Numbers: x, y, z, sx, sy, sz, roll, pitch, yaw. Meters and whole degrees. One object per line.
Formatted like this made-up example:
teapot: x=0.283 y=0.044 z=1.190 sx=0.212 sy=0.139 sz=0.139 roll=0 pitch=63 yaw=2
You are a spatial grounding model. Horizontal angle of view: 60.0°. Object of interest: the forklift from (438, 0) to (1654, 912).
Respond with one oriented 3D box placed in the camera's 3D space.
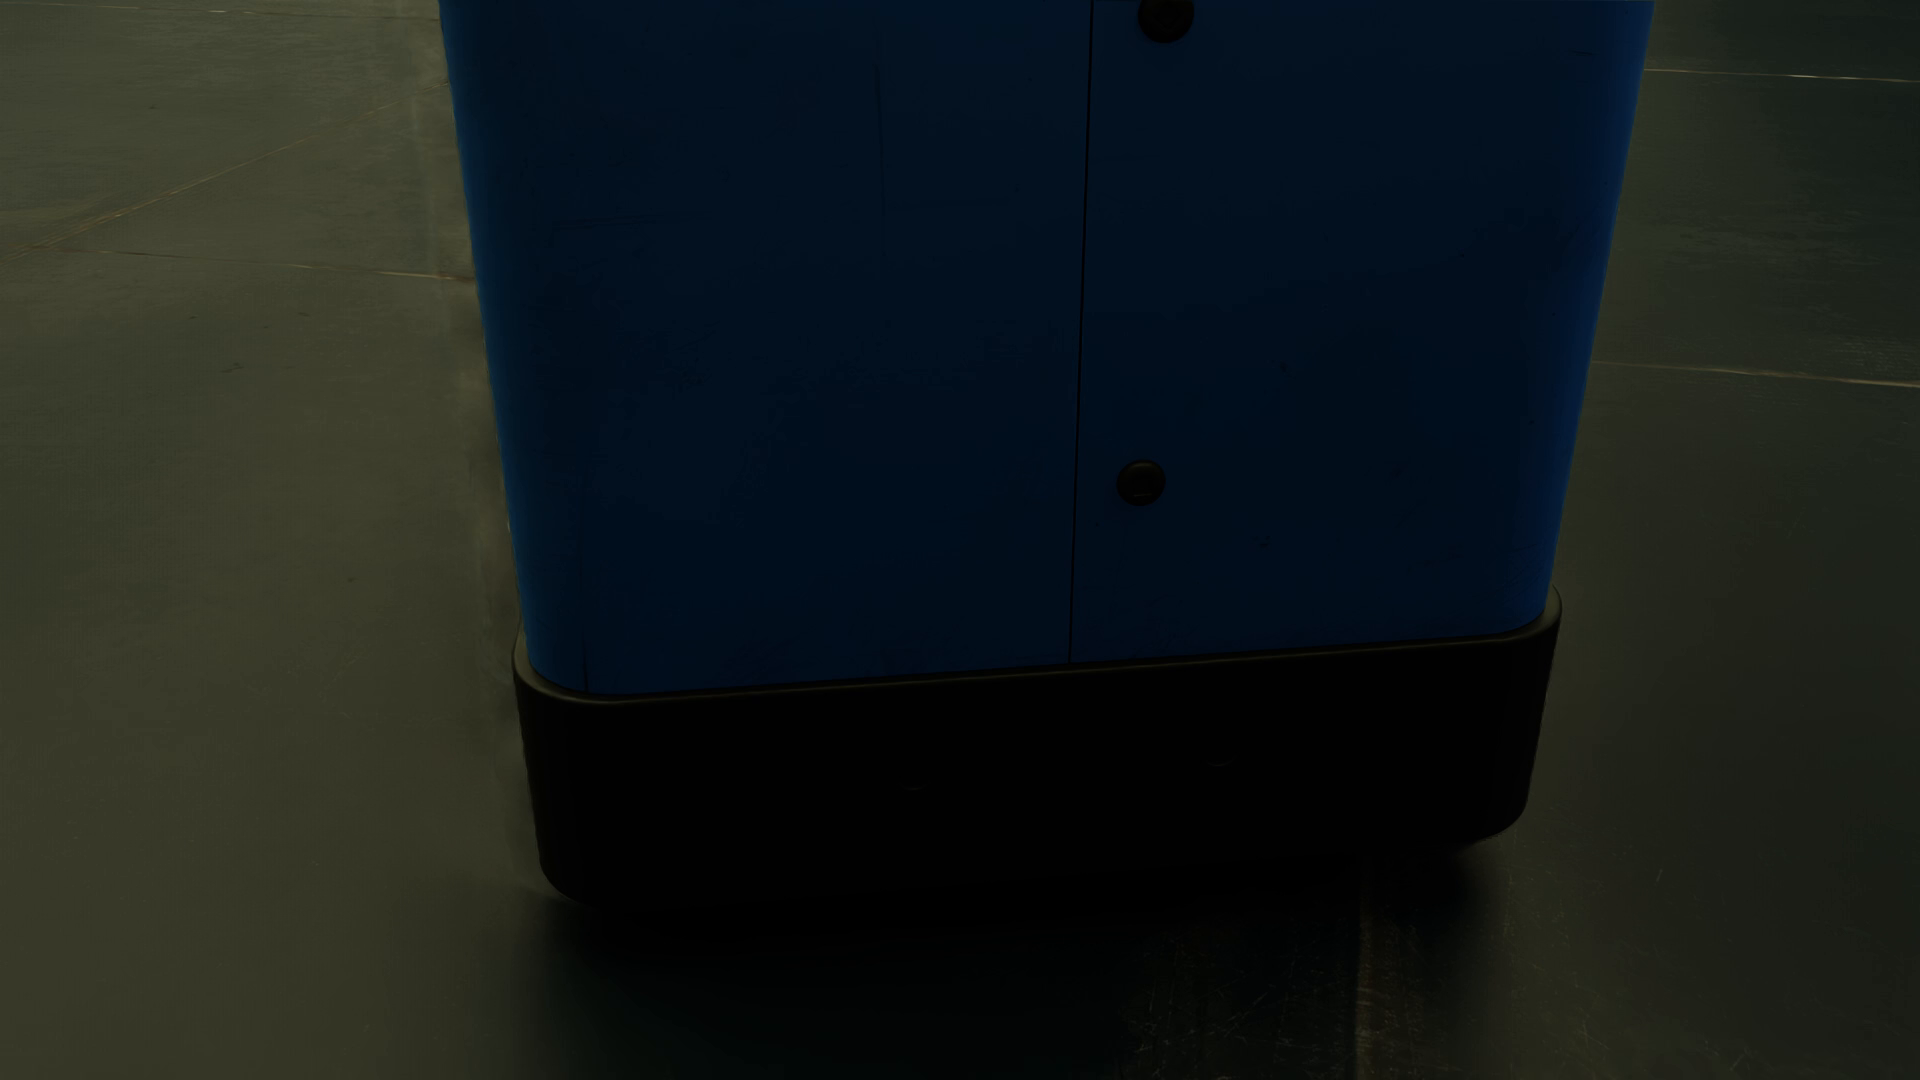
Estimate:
forklift: x=-0.095 y=-1.583 z=2.383 sx=1.130 sy=2.935 sz=3.031 roll=-3 pitch=27 yaw=-7
